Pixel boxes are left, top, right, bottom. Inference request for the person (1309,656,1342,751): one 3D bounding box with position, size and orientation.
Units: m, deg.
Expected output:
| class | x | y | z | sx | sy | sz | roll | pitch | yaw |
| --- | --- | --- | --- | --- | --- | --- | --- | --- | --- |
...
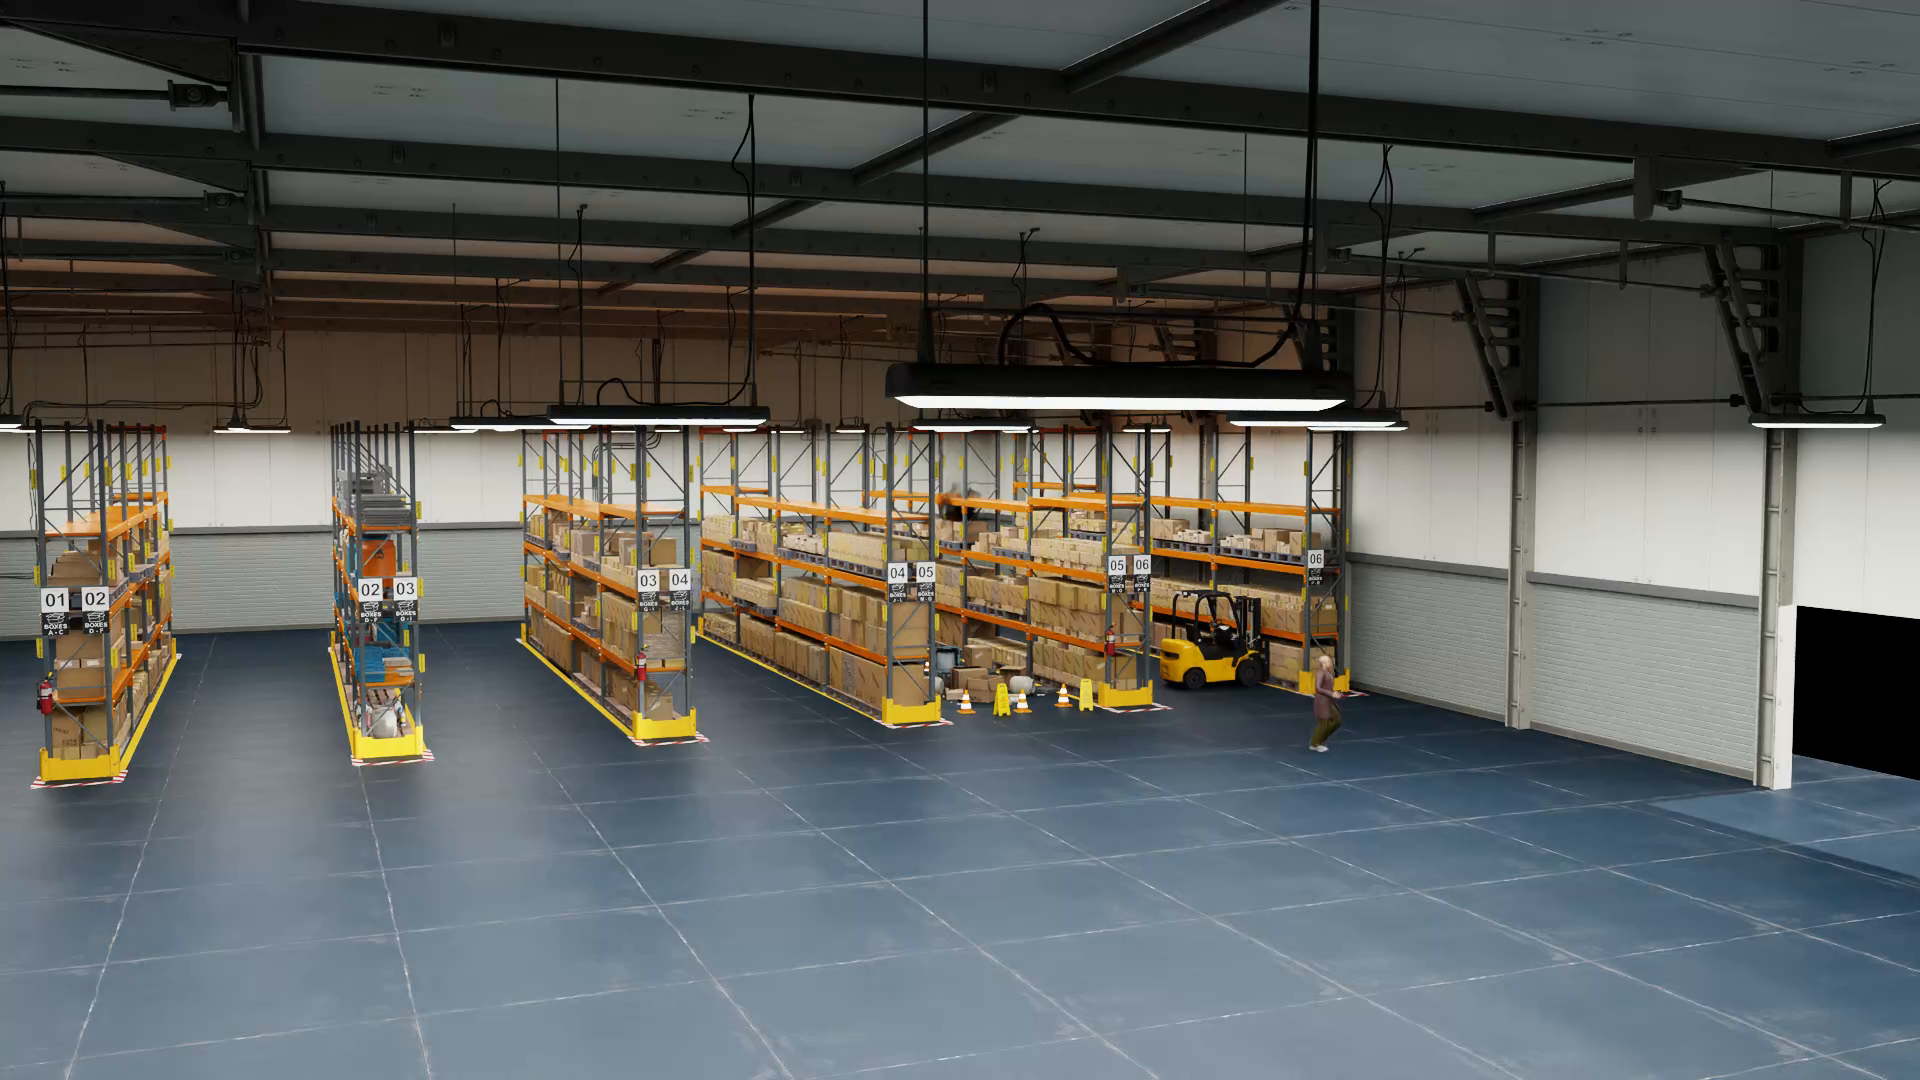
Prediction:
| class | x | y | z | sx | sy | sz | roll | pitch | yaw |
| --- | --- | --- | --- | --- | --- | --- | --- | --- | --- |
| person | 6.632 | 2.965 | 30.074 | 0.653 | 1.746 | 0.717 | 2 | 4 | 32 |
